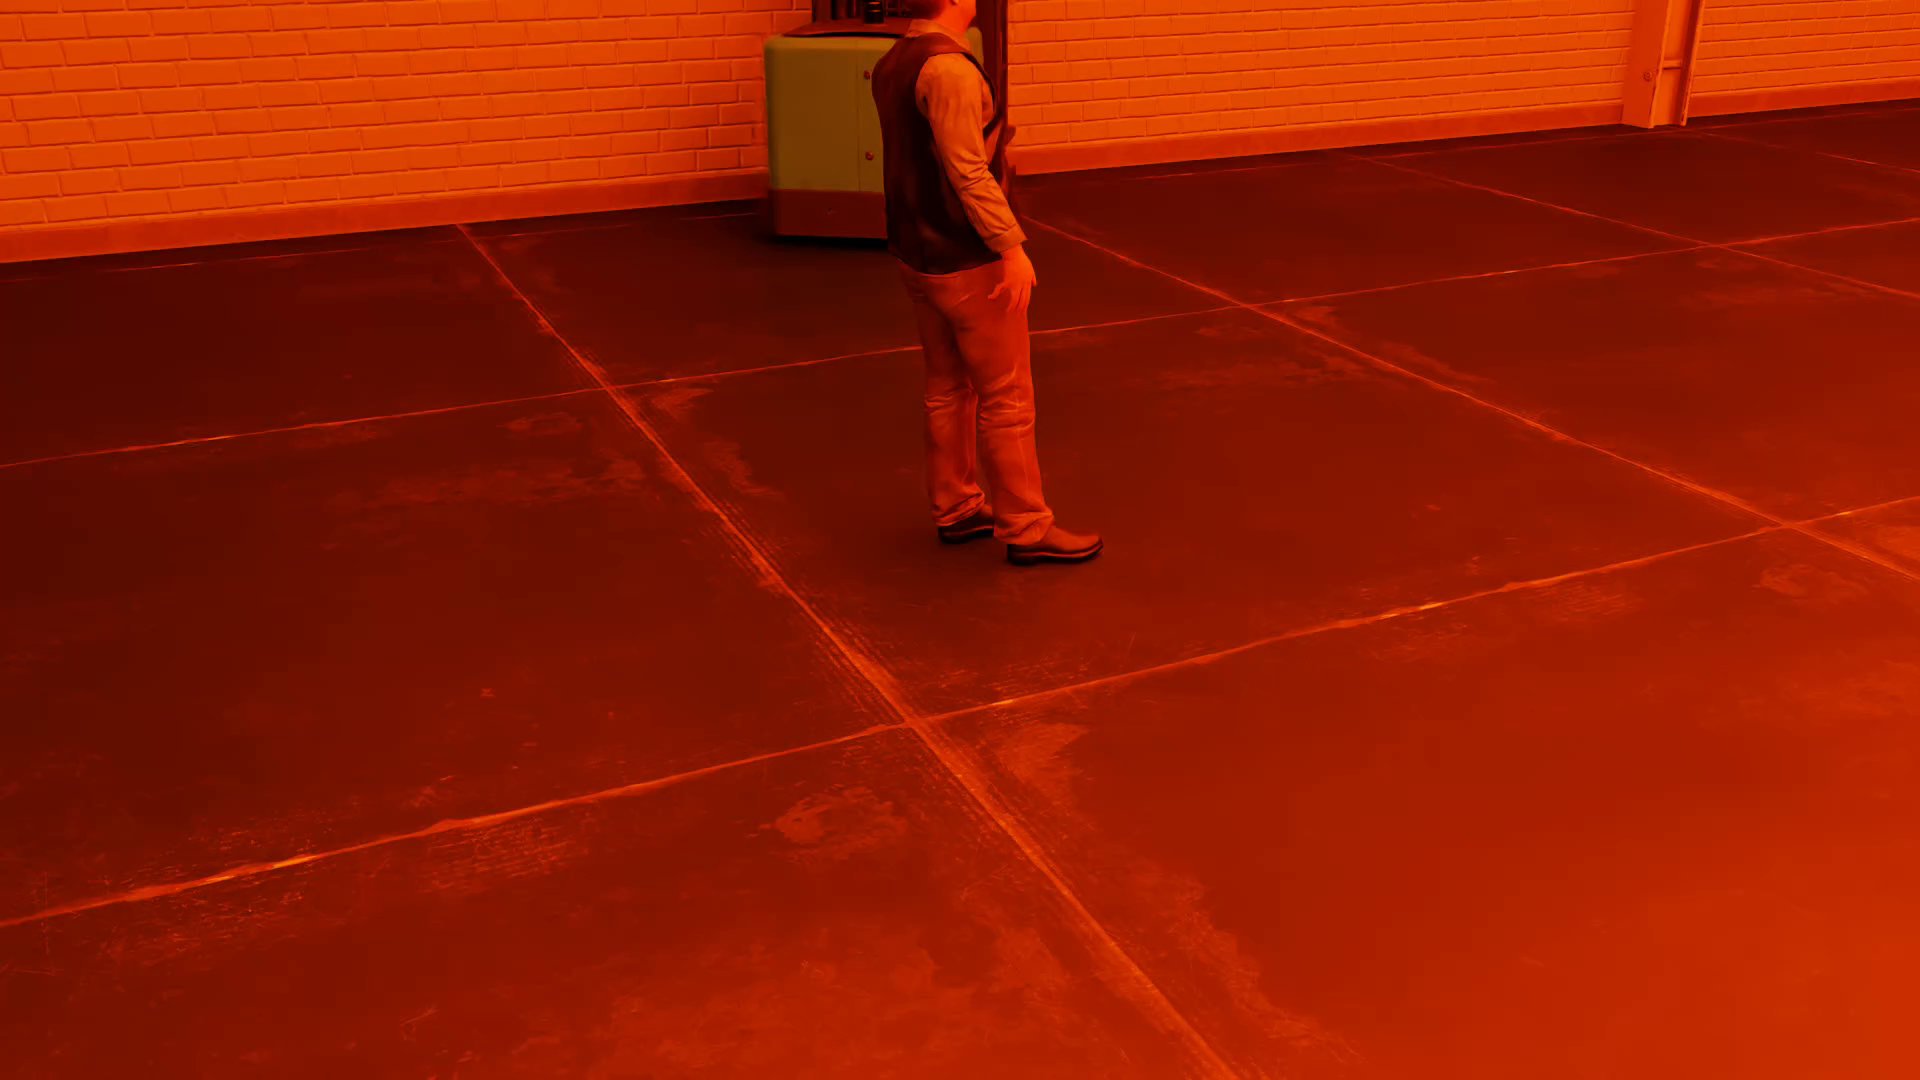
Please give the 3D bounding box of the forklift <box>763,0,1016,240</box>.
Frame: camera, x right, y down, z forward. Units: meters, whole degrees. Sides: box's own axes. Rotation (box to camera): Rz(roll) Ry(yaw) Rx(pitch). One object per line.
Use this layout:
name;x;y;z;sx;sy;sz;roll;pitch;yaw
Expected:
forklift;-0.266;-3.445;9.579;1.130;2.935;3.031;4;23;9

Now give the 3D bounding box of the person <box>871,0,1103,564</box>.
person;0.059;-0.809;4.791;0.568;1.720;0.632;-10;25;-23
